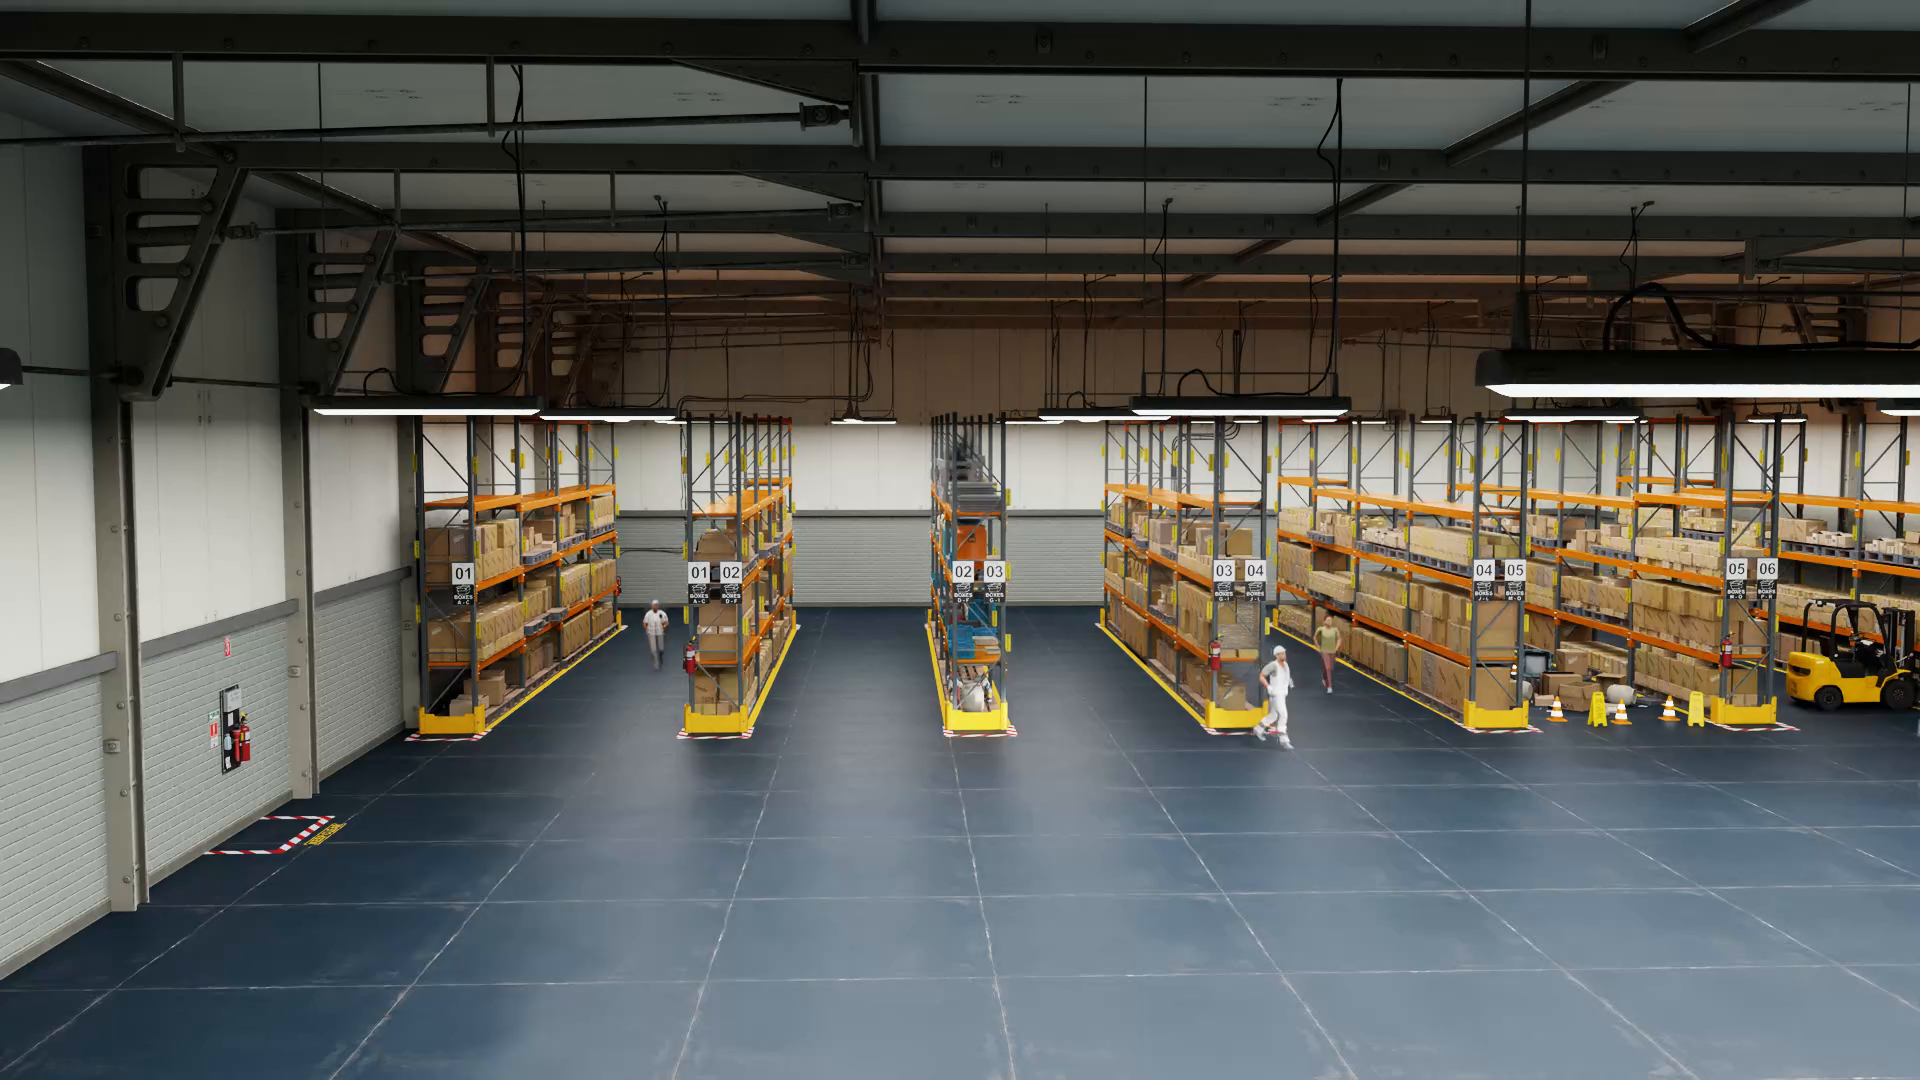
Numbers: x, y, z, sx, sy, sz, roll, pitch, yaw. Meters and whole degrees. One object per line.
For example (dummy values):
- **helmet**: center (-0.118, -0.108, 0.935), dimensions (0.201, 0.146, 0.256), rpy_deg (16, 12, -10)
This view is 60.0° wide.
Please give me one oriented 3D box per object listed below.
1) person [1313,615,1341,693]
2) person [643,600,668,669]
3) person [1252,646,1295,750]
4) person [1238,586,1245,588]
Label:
- **person**: center (7.981, 2.447, 36.131), dimensions (0.591, 1.667, 0.850), rpy_deg (0, 4, -4)
- **person**: center (-7.207, 2.233, 39.393), dimensions (0.594, 1.622, 0.556), rpy_deg (-1, 4, -11)
- **person**: center (5.664, 2.792, 29.766), dimensions (0.888, 1.819, 0.677), rpy_deg (3, 5, 41)
- **person**: center (7.909, 1.664, 47.720), dimensions (0.631, 1.691, 0.645), rpy_deg (2, 4, 24)
